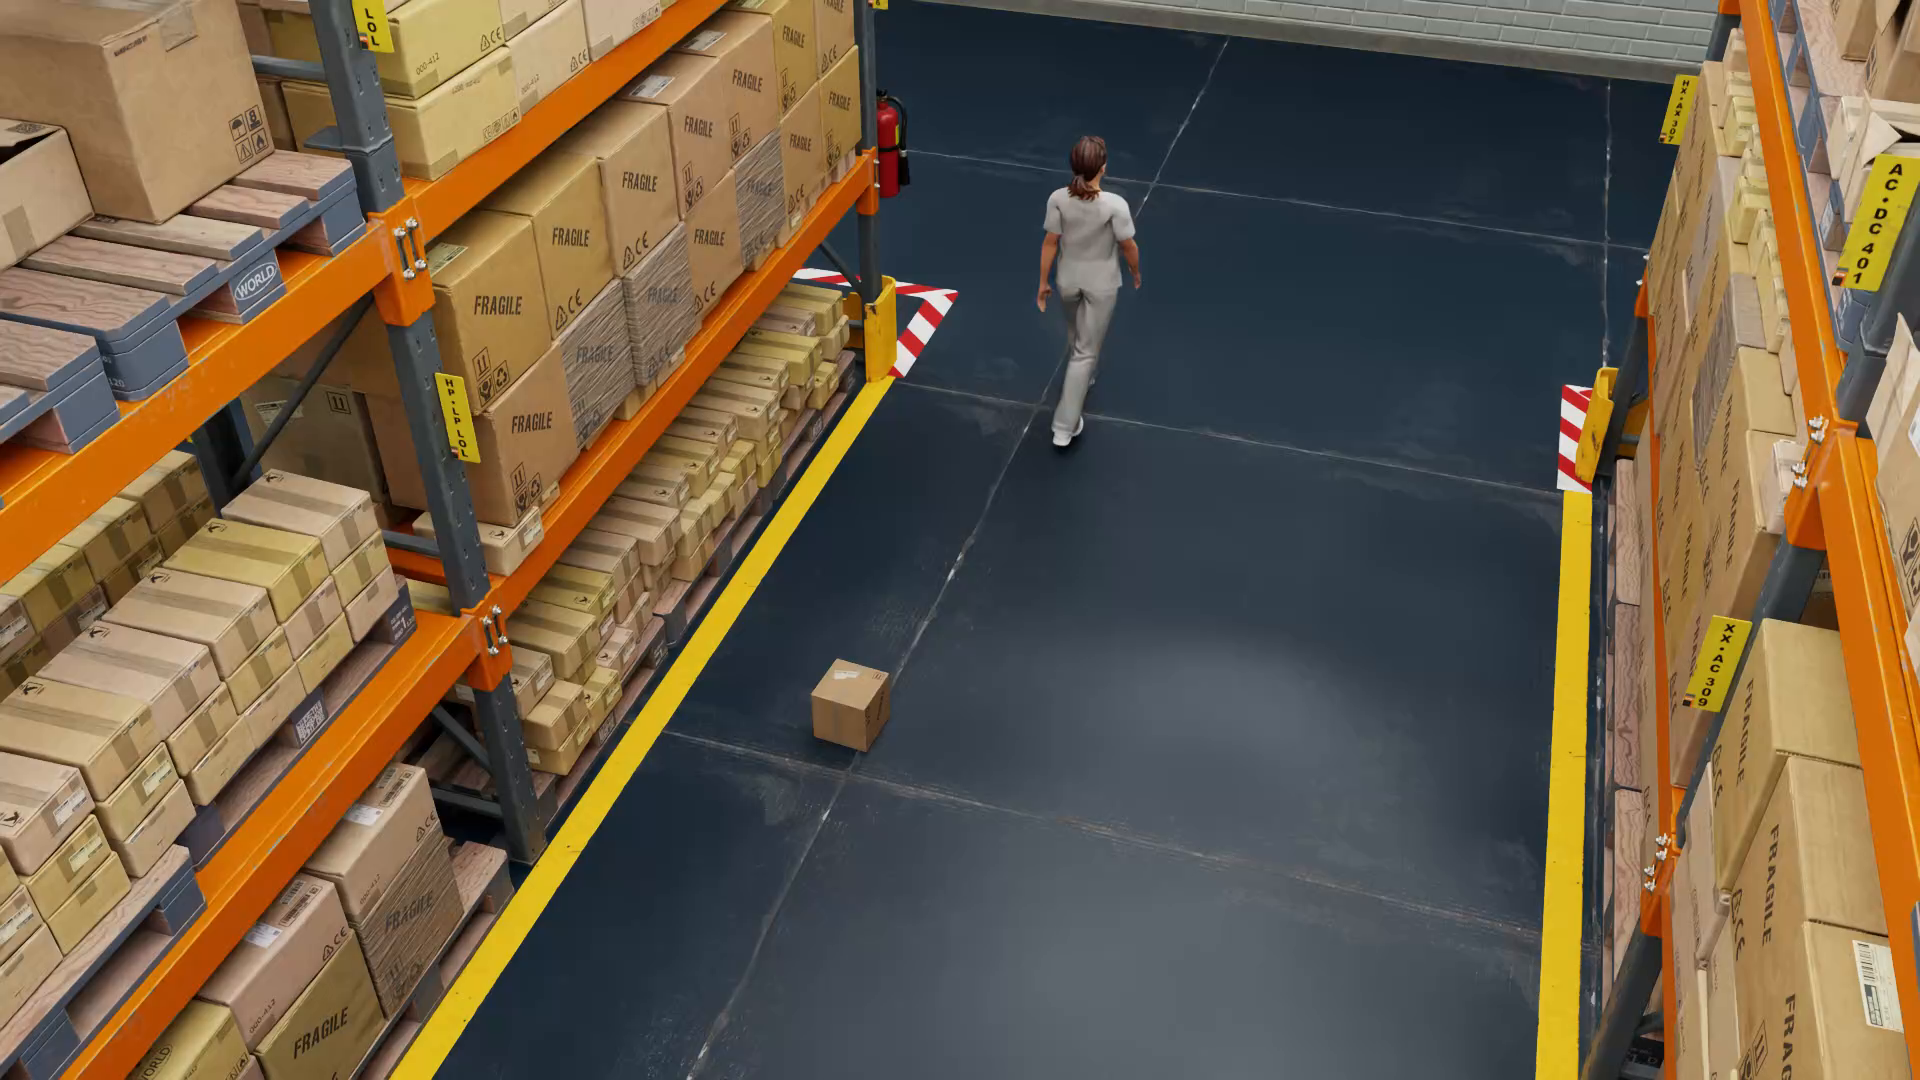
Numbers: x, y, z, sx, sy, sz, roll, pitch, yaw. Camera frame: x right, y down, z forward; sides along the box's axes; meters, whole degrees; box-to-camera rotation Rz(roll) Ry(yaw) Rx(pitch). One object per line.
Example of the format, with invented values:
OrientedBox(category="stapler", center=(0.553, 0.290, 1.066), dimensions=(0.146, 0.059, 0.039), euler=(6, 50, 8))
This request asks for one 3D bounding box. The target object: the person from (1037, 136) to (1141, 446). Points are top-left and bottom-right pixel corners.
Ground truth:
OrientedBox(category="person", center=(0.702, -1.383, 8.698), dimensions=(0.474, 1.618, 0.943), euler=(15, 40, 19))
